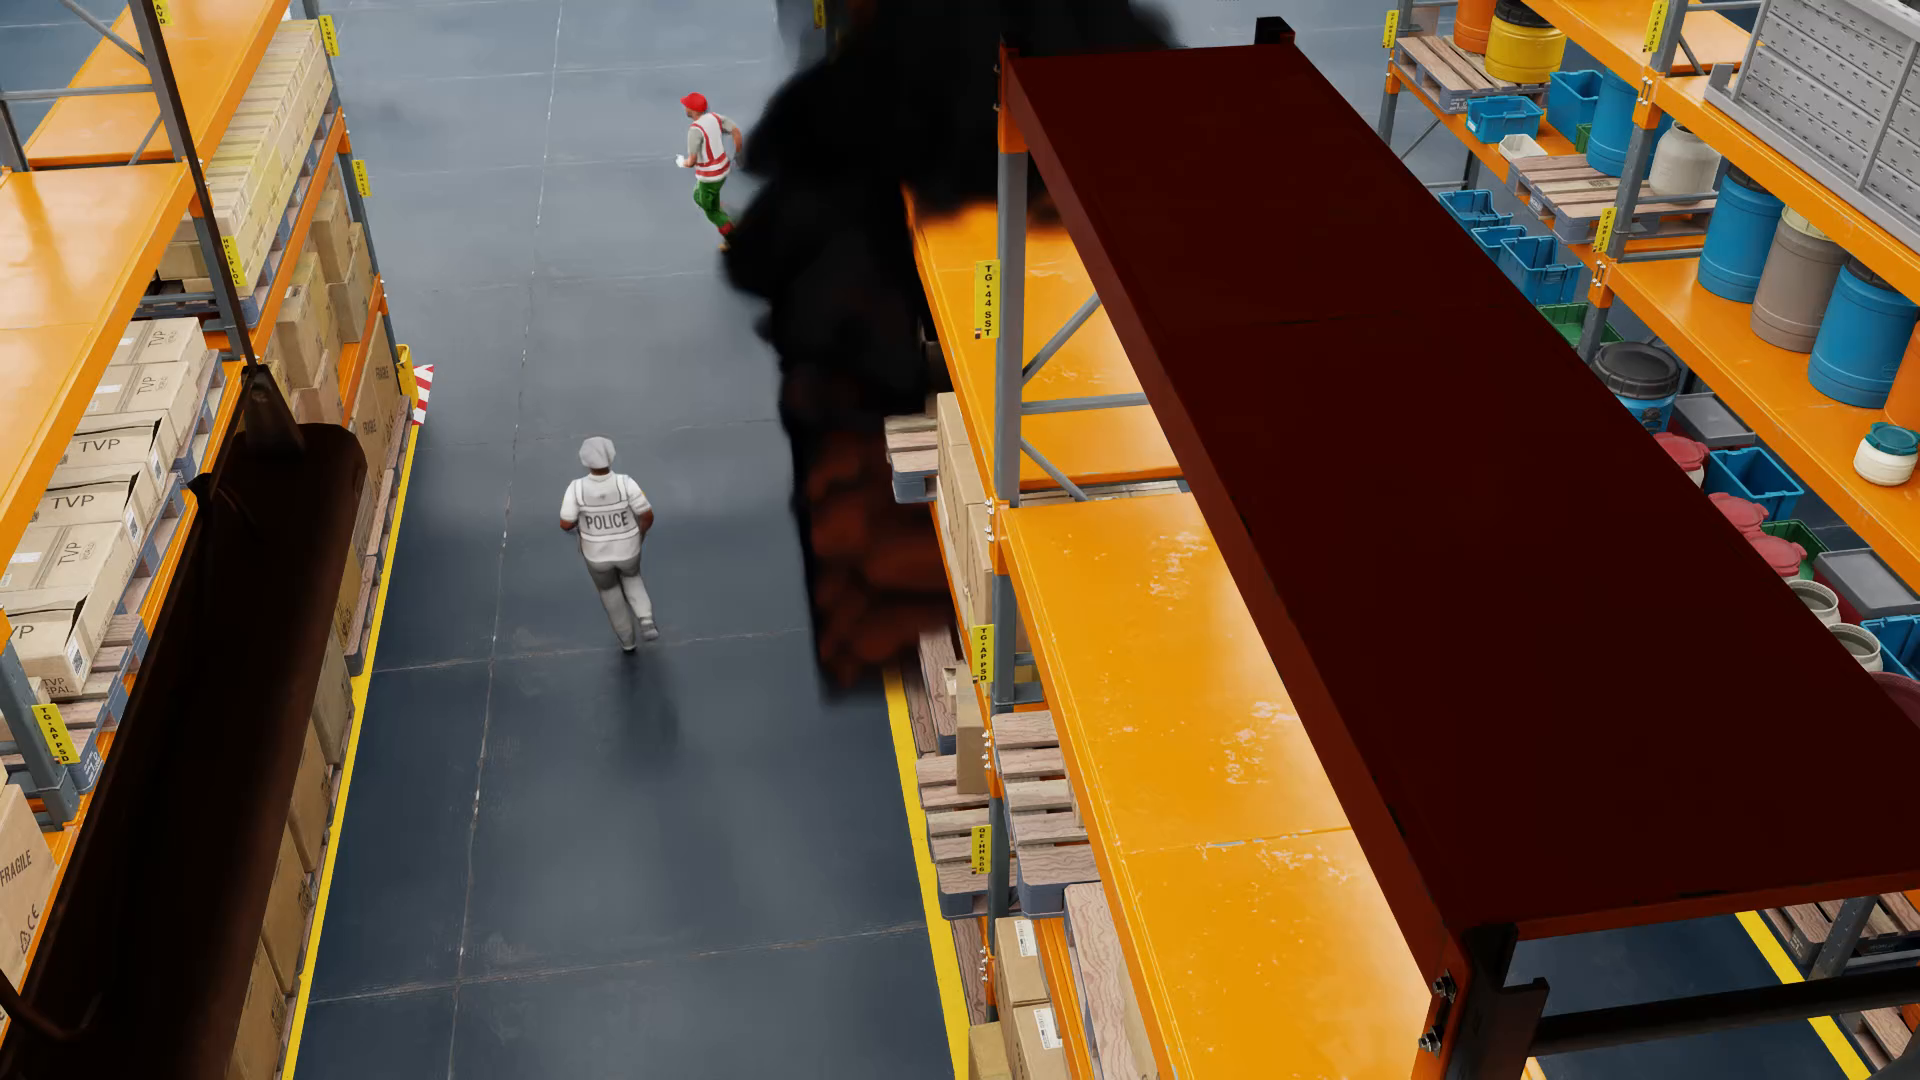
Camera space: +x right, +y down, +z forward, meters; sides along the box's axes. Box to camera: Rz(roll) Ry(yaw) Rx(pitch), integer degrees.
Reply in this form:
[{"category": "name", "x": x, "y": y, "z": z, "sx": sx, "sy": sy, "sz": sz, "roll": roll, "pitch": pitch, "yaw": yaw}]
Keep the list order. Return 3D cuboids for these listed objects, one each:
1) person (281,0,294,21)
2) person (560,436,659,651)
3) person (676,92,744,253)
[{"category": "person", "x": -8.557, "y": -6.480, "z": 20.783, "sx": 0.796, "sy": 1.758, "sz": 0.671, "roll": 16, "pitch": 39, "yaw": 21}, {"category": "person", "x": -2.517, "y": 0.019, "z": 11.962, "sx": 0.648, "sy": 1.754, "sz": 0.627, "roll": -10, "pitch": 37, "yaw": -13}, {"category": "person", "x": -2.593, "y": -3.793, "z": 17.138, "sx": 0.648, "sy": 1.723, "sz": 0.678, "roll": 12, "pitch": 38, "yaw": 16}]
